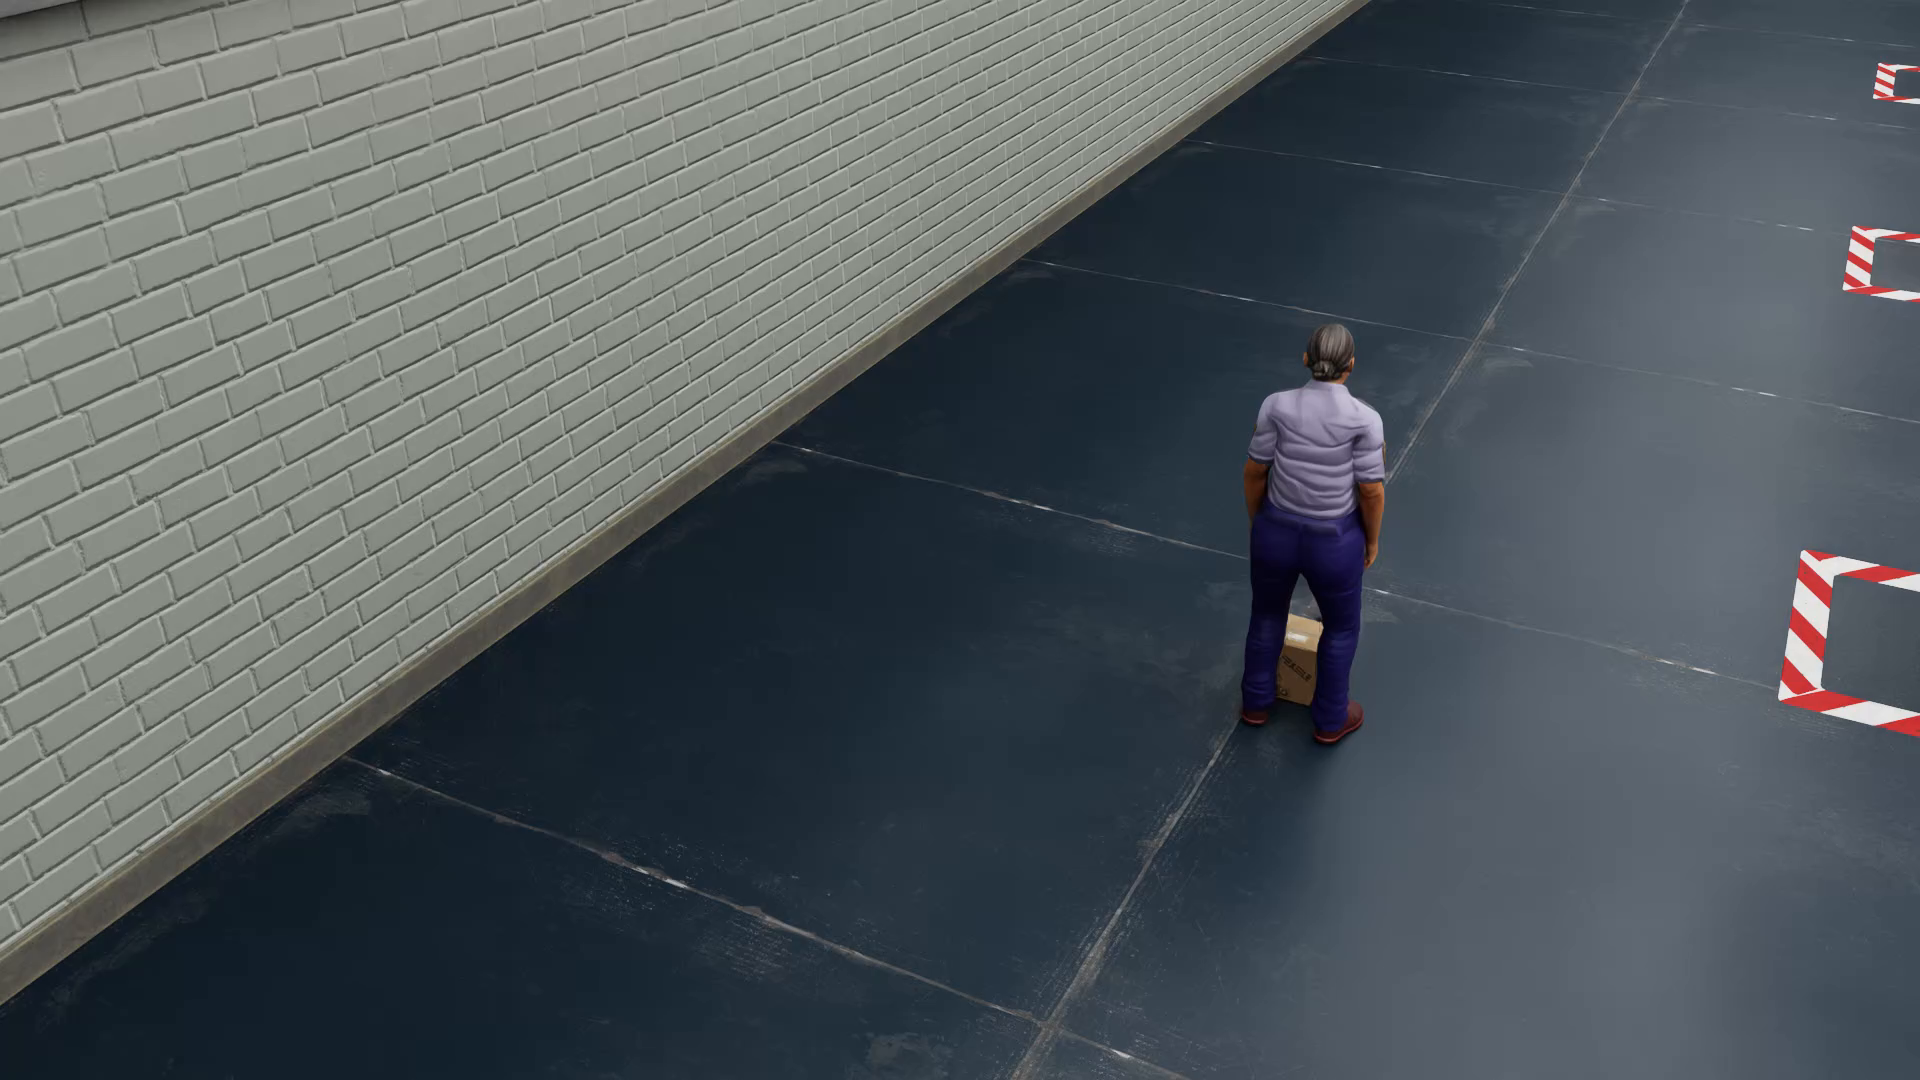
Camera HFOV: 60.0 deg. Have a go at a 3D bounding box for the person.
[{"bbox_3d":[1.298,0.003,6.146,0.537,1.638,0.369,13,33,22],"label":"person"}]
